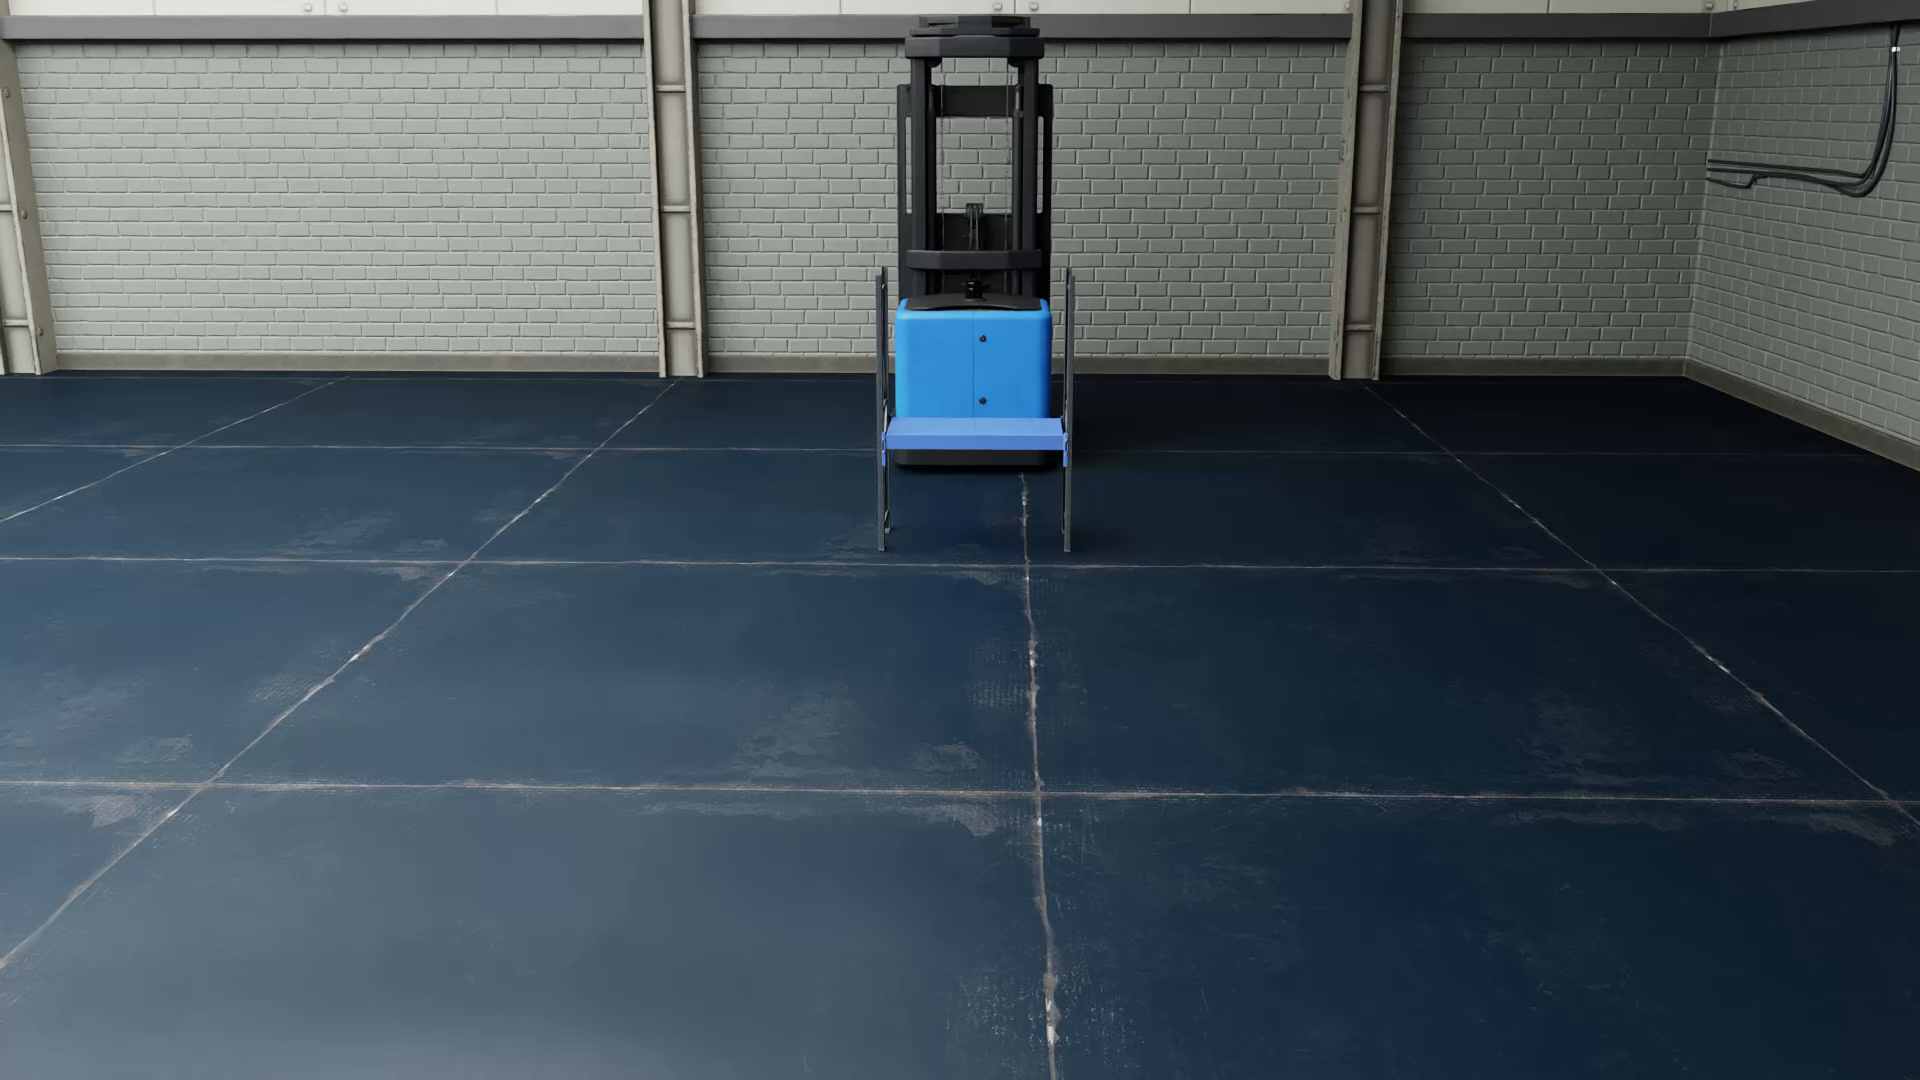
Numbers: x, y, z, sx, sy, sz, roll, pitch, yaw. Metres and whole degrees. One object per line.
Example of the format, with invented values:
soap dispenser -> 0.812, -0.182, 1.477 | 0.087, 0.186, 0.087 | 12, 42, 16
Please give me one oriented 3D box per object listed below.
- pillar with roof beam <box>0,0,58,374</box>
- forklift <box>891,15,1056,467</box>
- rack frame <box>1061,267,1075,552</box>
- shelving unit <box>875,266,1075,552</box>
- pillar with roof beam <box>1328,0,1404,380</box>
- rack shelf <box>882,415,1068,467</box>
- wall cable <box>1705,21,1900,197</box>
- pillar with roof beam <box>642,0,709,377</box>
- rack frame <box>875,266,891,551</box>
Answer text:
pillar with roof beam -> -8.592, -4.787, 9.845 | 0.400, 9.000, 9.100 | 0, 15, 1
forklift -> 0.104, -2.224, 12.024 | 1.130, 2.935, 3.031 | 0, 15, 1
rack frame -> 0.593, -0.721, 9.134 | 0.032, 1.500, 0.500 | 0, 15, 1
shelving unit -> 0.085, -0.725, 9.147 | 1.048, 1.500, 0.538 | 0, 15, 1
pillar with roof beam -> 3.405, -4.709, 9.549 | 0.400, 9.000, 9.100 | 0, 15, 1
rack shelf -> 0.085, -0.551, 9.192 | 1.000, 0.185, 0.538 | 0, 15, 1
wall cable -> 6.426, -3.949, 12.755 | 0.112, 2.526, 3.097 | 0, 15, 1
pillar with roof beam -> -2.594, -4.748, 9.697 | 0.400, 9.000, 9.100 | 0, 15, 1
rack frame -> -0.423, -0.728, 9.159 | 0.032, 1.500, 0.500 | 0, 15, 1
